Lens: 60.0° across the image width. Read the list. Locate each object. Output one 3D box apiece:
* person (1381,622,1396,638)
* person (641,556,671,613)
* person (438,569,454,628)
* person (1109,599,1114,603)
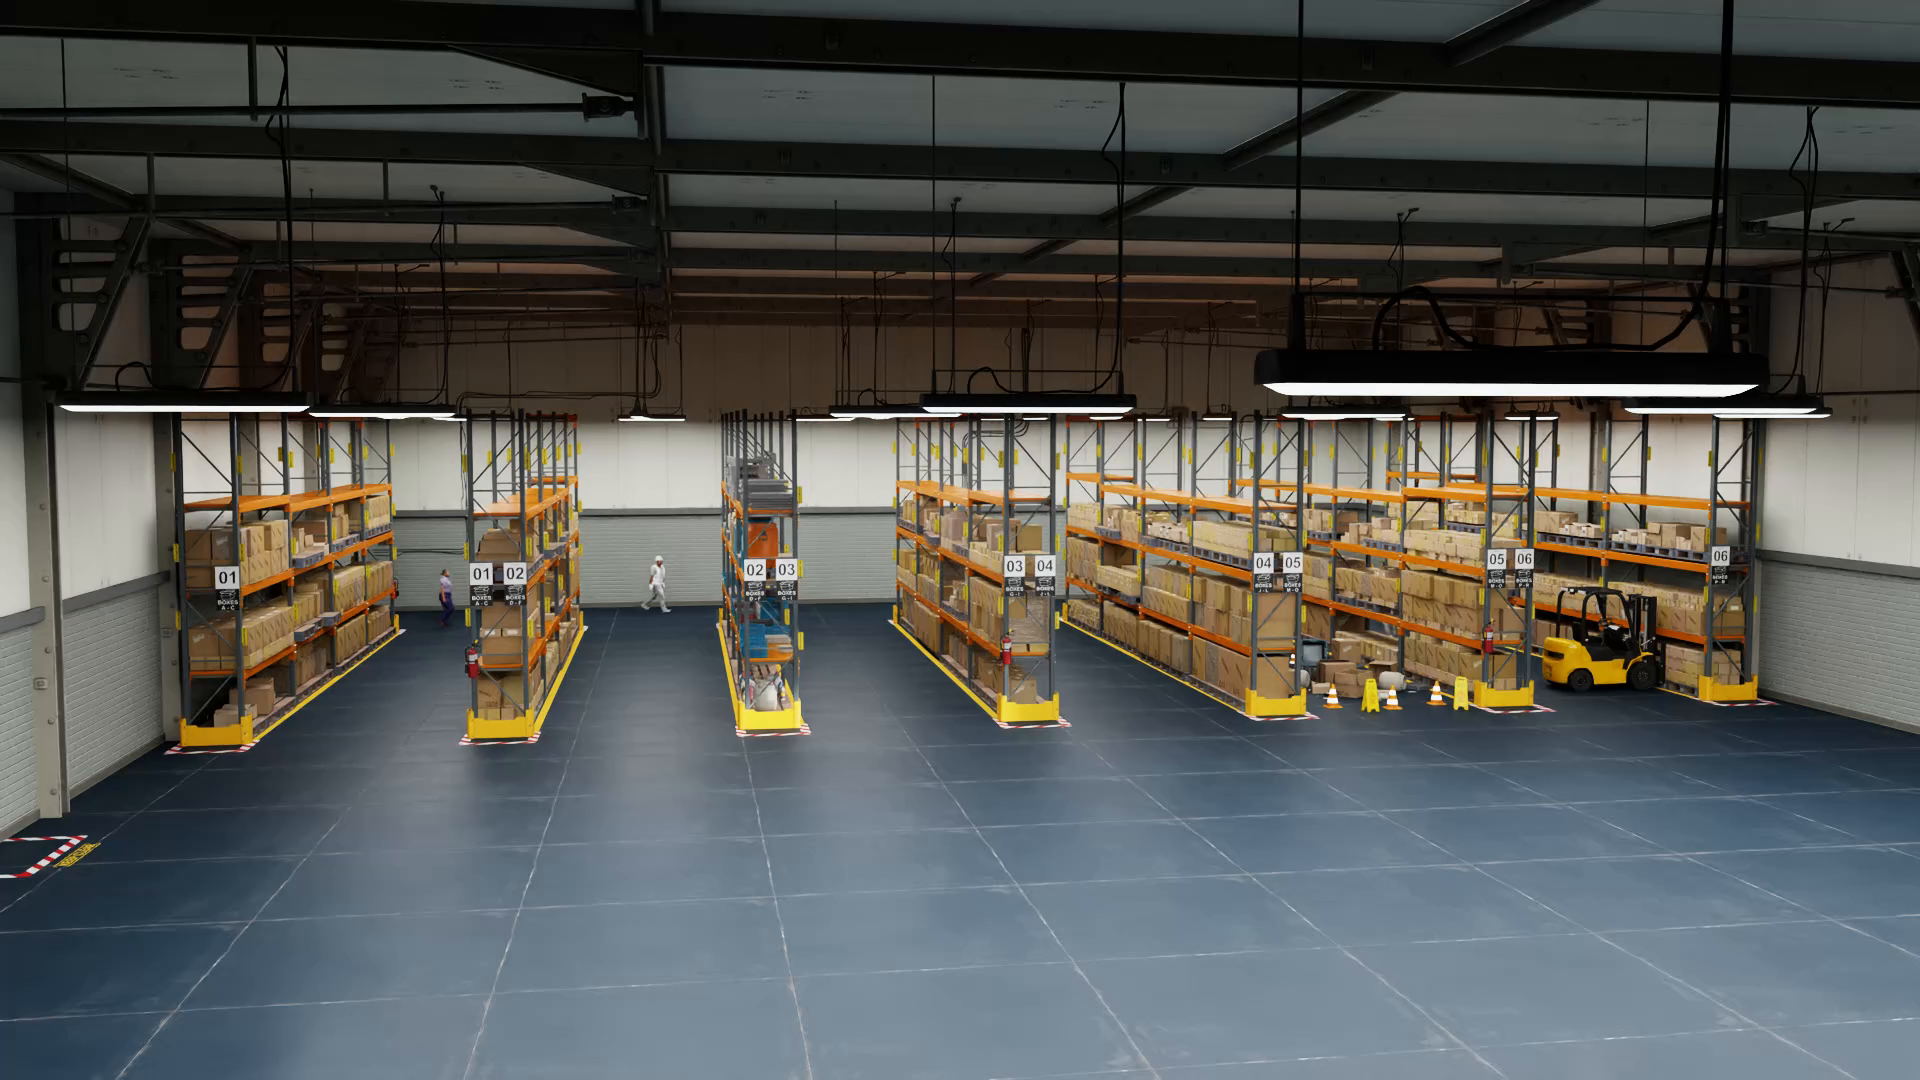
[{"bbox_3d":[11.384,1.901,43.978,0.446,1.545,0.371,-3,5,-36],"label":"person"},{"bbox_3d":[-9.216,1.341,50.486,1.096,1.735,0.537,1,4,15],"label":"person"},{"bbox_3d":[-14.457,1.638,46.766,0.427,1.640,0.509,-1,4,-13],"label":"person"},{"bbox_3d":[4.844,1.322,51.002,0.999,1.686,0.511,-1,4,-8],"label":"person"}]
